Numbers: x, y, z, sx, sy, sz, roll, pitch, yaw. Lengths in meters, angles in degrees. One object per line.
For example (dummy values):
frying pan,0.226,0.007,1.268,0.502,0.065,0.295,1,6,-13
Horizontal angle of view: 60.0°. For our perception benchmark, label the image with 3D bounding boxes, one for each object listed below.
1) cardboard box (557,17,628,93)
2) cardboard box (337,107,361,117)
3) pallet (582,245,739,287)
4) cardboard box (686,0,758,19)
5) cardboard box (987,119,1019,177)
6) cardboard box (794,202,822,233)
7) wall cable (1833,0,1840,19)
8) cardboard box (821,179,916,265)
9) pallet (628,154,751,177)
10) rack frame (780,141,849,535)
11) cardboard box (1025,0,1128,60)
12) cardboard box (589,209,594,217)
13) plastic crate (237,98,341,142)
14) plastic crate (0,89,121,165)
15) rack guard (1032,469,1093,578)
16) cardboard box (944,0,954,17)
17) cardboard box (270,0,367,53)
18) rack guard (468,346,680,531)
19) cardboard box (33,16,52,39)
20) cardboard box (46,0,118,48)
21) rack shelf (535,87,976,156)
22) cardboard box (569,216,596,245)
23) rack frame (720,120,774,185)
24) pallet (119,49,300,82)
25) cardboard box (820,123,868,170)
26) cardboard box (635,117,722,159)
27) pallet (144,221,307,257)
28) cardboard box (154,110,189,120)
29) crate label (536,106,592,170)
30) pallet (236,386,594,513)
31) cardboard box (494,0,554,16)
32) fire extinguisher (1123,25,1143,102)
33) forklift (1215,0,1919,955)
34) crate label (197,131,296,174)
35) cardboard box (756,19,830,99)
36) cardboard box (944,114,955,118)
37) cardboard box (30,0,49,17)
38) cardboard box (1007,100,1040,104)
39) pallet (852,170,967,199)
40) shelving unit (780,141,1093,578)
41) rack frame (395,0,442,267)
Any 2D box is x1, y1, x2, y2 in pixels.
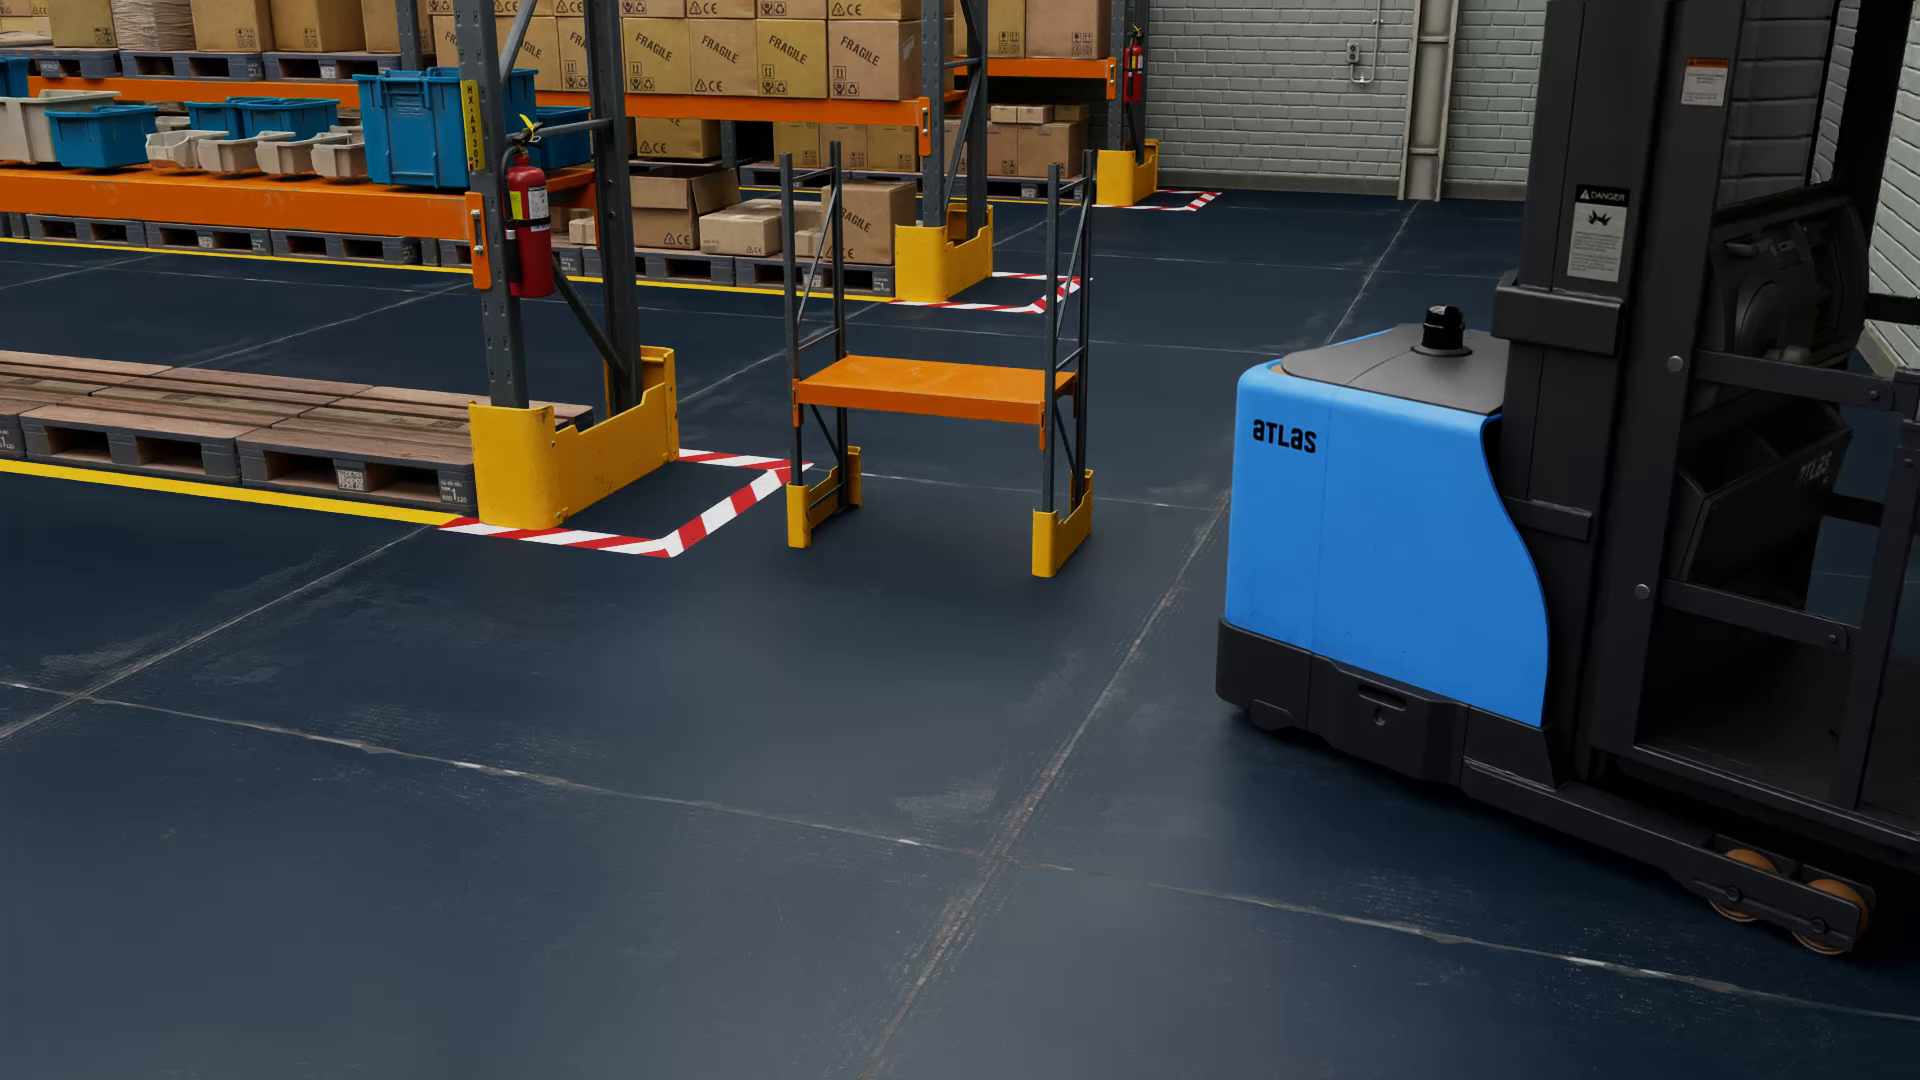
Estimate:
cardboard box,-2.457,-3.417,11.669,0.500,0.500,0.500,6,20,18
cardboard box,-6.660,-4.680,18.574,0.500,0.500,0.700,7,20,19
pallet,-2.001,-2.096,12.268,1.213,0.211,1.003,7,20,18
cardboard box,-1.507,-3.777,11.183,0.500,0.500,0.500,7,20,20
cardboard box,0.428,-3.843,16.204,0.500,0.500,0.700,6,20,18
cardboard box,-0.920,-2.296,12.116,0.500,0.250,0.500,7,20,18
wall cable,6.820,-5.371,13.031,0.112,2.526,3.097,7,20,18
cardboard box,-0.622,-2.196,11.447,0.500,0.500,0.500,7,20,18
pallet,-2.937,-3.902,17.450,1.213,0.211,1.003,7,20,18
rack frame,-0.561,-0.772,6.513,0.032,1.500,0.500,7,20,18
cardboard box,1.110,-4.920,15.679,0.700,0.700,0.980,7,21,21
cardboard box,-2.466,-2.502,12.613,0.500,0.311,0.500,7,20,18
plastic crate,-3.026,-1.867,7.538,0.300,0.233,0.416,7,20,18
plastic crate,-4.053,-1.829,7.354,0.530,0.282,0.437,7,20,18
rack guard,0.398,-0.072,6.404,0.087,0.250,0.587,7,20,18
cardboard box,-0.360,-3.835,11.351,0.500,0.500,0.500,7,20,20
cardboard box,-4.850,-4.039,12.816,0.500,0.500,0.700,10,22,27
rack guard,-1.630,-0.467,7.158,0.348,0.500,1.175,7,20,18
cardboard box,-10.288,-5.918,19.196,0.500,0.250,0.500,7,20,18
cardboard box,-6.953,-4.263,13.458,0.500,0.500,0.700,0,19,0
rack shelf,-1.917,-3.062,11.898,4.000,0.370,1.077,7,20,18
cardboard box,-2.660,-2.285,12.211,0.250,0.166,0.380,7,20,18
rack frame,-2.184,-5.159,16.819,0.127,3.000,1.000,7,20,18
pallet,-5.746,-3.751,13.072,1.213,0.211,1.003,7,20,18
cardboard box,-1.038,-4.009,16.679,0.500,0.500,0.700,6,20,18
cardboard box,-2.841,-4.372,17.189,0.750,0.750,0.750,7,20,19
pallet,-5.743,-2.509,13.453,1.213,0.211,1.003,7,20,18
cardboard box,-6.569,-3.399,13.760,0.500,0.250,0.500,7,21,20
crate label,-1.782,-1.725,7.130,0.303,0.233,0.416,7,20,18
pallet,-2.423,-0.431,7.491,1.213,0.211,1.003,7,20,18
cardboard box,-2.966,-3.944,11.661,0.500,0.500,0.500,6,20,16
fire extinguisher,1.586,-4.354,15.195,0.183,0.674,0.296,7,20,18
forklift,2.165,-0.621,3.904,1.130,2.935,3.031,-18,26,-41
crate label,-3.026,-1.640,7.034,0.243,0.136,0.396,7,20,18
cardboard box,-1.031,-3.252,11.197,0.500,0.500,0.500,7,20,19
cardboard box,-0.114,-4.281,16.473,0.250,0.149,0.380,7,20,19
cardboard box,-10.289,-6.271,19.066,0.500,0.500,0.500,6,20,18
cardboard box,0.605,-4.199,16.238,0.250,0.149,0.380,7,20,18
pallet,-0.335,-3.604,16.596,1.213,0.211,1.003,7,20,18
shelving unit,-0.072,-0.716,6.353,1.083,1.500,0.587,7,20,18
rack frame,-3.806,-3.618,12.399,0.127,3.000,1.000,7,20,18
